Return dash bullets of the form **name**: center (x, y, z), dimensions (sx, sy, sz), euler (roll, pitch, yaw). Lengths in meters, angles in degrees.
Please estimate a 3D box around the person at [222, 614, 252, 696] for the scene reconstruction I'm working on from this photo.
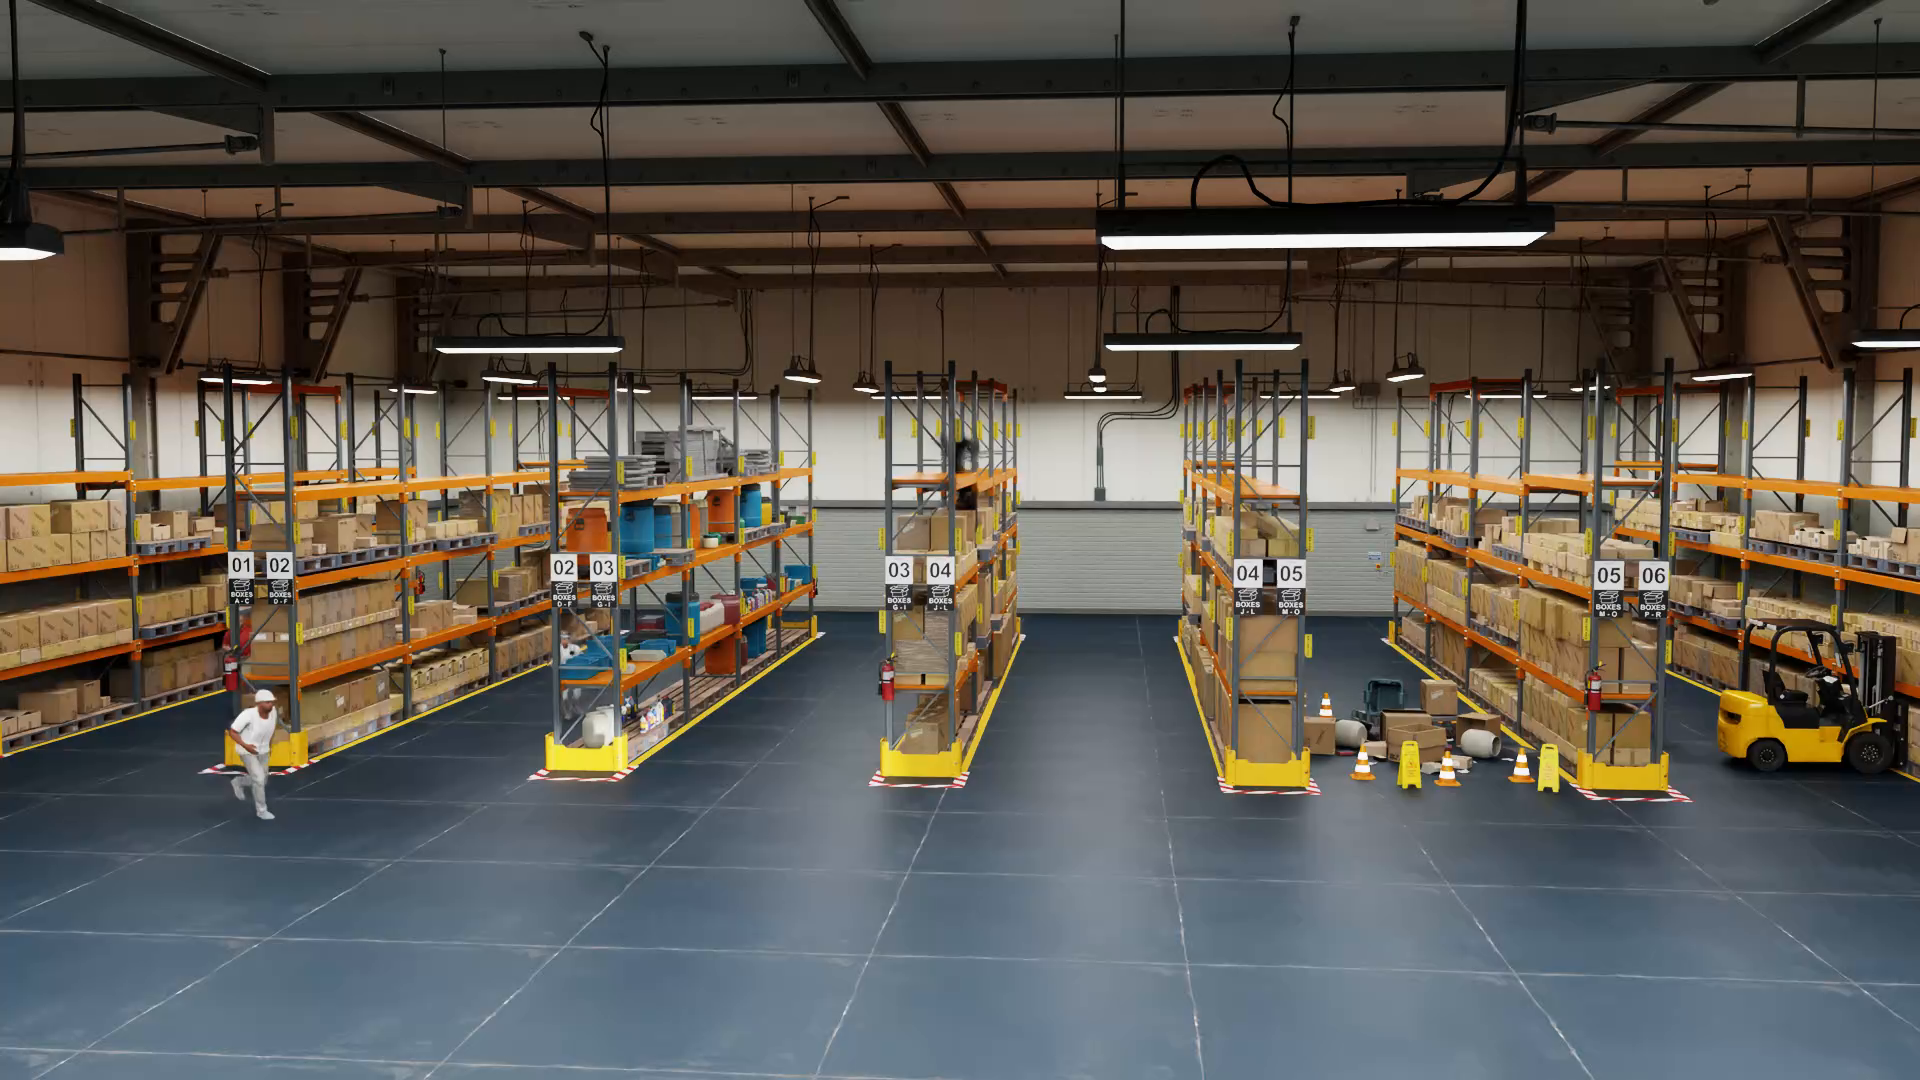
- **person**: center (-12.781, 2.209, 29.583), dimensions (0.610, 1.790, 0.855), euler (0, 4, -1)

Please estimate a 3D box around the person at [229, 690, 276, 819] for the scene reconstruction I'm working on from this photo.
- **person**: center (-9.171, 2.764, 21.514), dimensions (0.896, 1.701, 0.696), euler (3, 5, 34)

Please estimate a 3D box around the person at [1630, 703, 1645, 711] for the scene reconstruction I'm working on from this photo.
- **person**: center (11.394, 2.355, 28.285), dimensions (0.608, 1.602, 0.723), euler (0, 4, -5)

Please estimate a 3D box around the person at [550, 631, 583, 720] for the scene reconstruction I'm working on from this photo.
- **person**: center (-6.767, 2.327, 28.707), dimensions (0.596, 1.579, 0.720), euler (-1, 4, -10)
